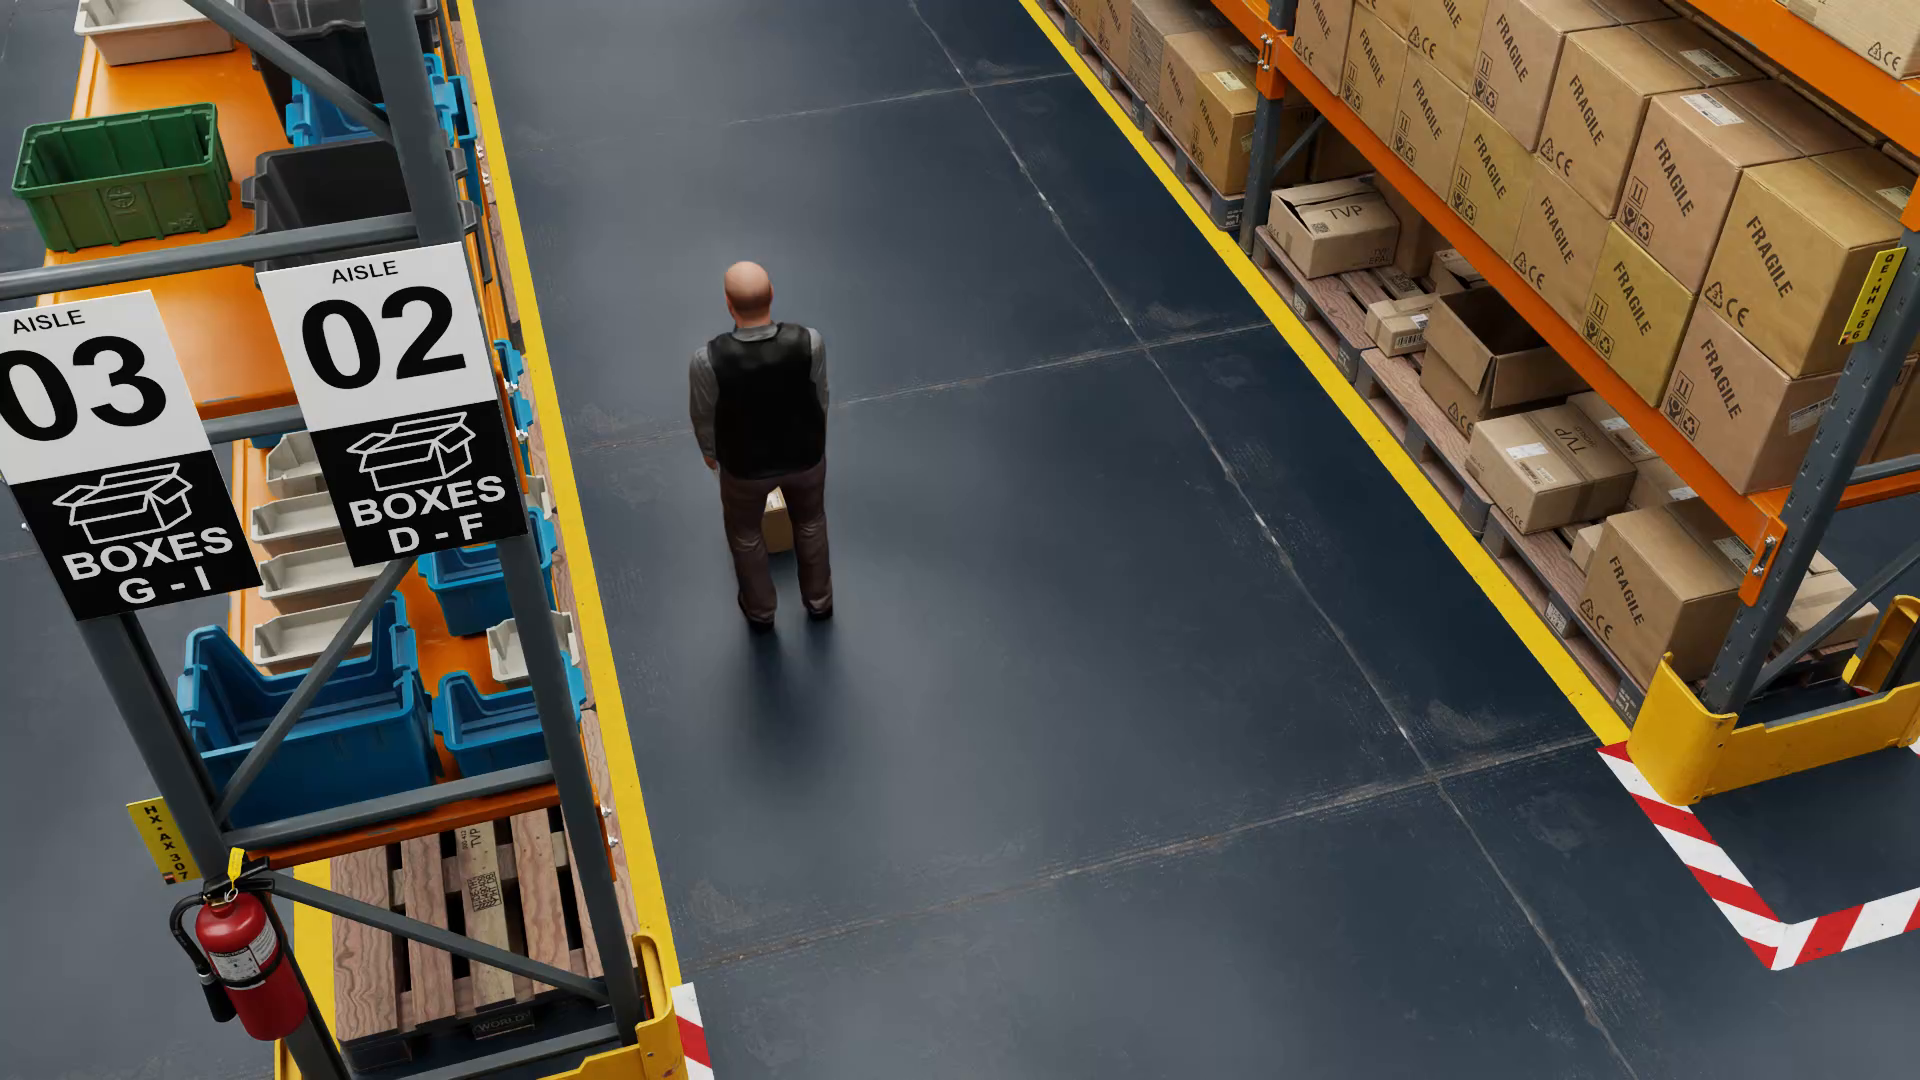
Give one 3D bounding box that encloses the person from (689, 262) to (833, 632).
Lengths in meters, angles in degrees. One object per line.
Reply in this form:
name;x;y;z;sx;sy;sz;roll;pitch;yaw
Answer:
person;-0.768;-0.328;6.566;0.543;1.704;0.372;-11;43;-12
